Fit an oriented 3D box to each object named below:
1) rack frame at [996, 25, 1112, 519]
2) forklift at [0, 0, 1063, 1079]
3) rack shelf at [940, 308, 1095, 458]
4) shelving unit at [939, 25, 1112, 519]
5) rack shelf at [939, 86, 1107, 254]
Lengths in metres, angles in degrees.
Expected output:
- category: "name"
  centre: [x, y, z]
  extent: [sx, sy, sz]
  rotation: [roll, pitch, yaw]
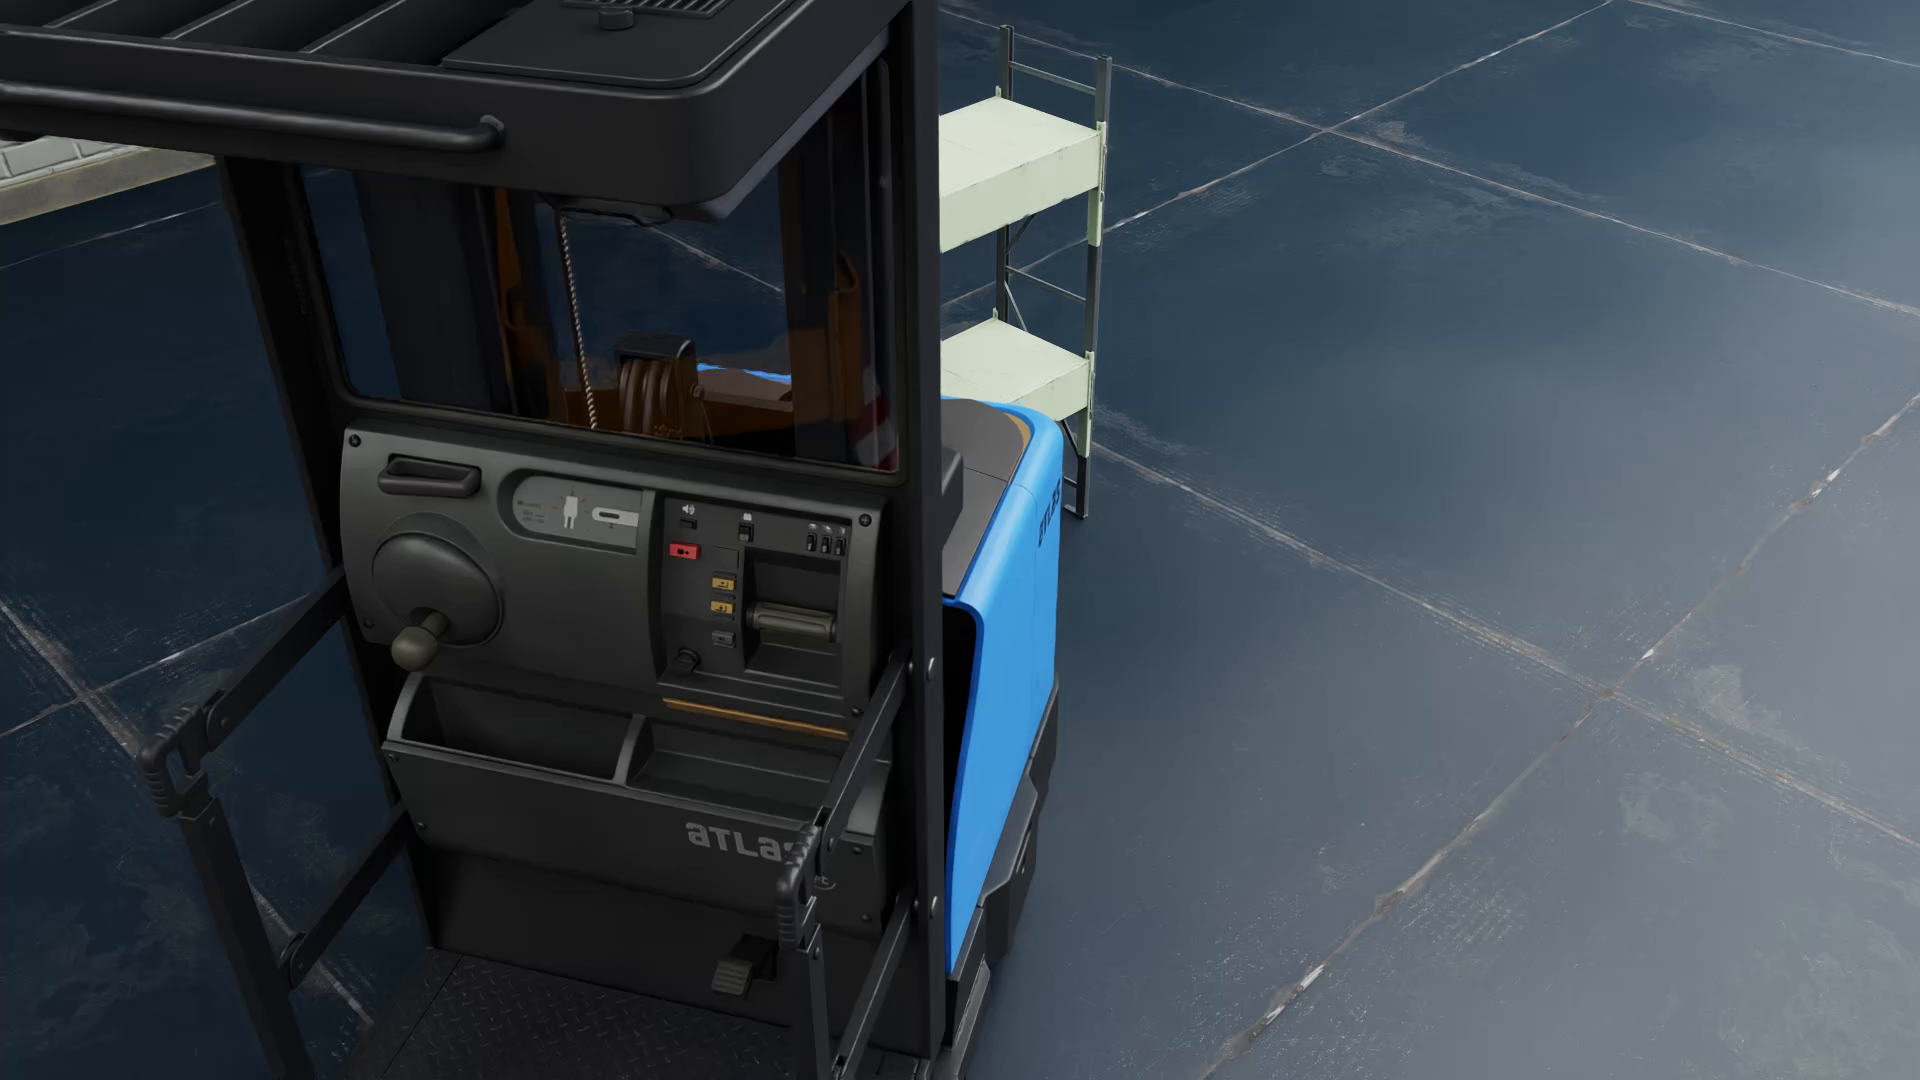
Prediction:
- category: "rack frame"
  centre: [0.263, -0.766, 5.038]
  extent: [0.400, 1.500, 0.023]
  rotation: [30, 45, 35]
- category: "forklift"
  centre: [-0.630, 0.121, 2.515]
  extent: [1.130, 2.935, 3.031]
  rotation: [9, 36, 12]
- category: "rack shelf"
  centre: [0.005, -0.350, 5.011]
  extent: [0.431, 0.370, 0.720]
  rotation: [30, 45, 35]
- category: "shelving unit"
  centre: [0.005, -0.618, 4.825]
  extent: [0.431, 1.500, 0.755]
  rotation: [30, 45, 35]
- category: "rack shelf"
  centre: [0.005, -0.938, 4.602]
  extent: [0.431, 0.370, 0.720]
  rotation: [30, 45, 35]
